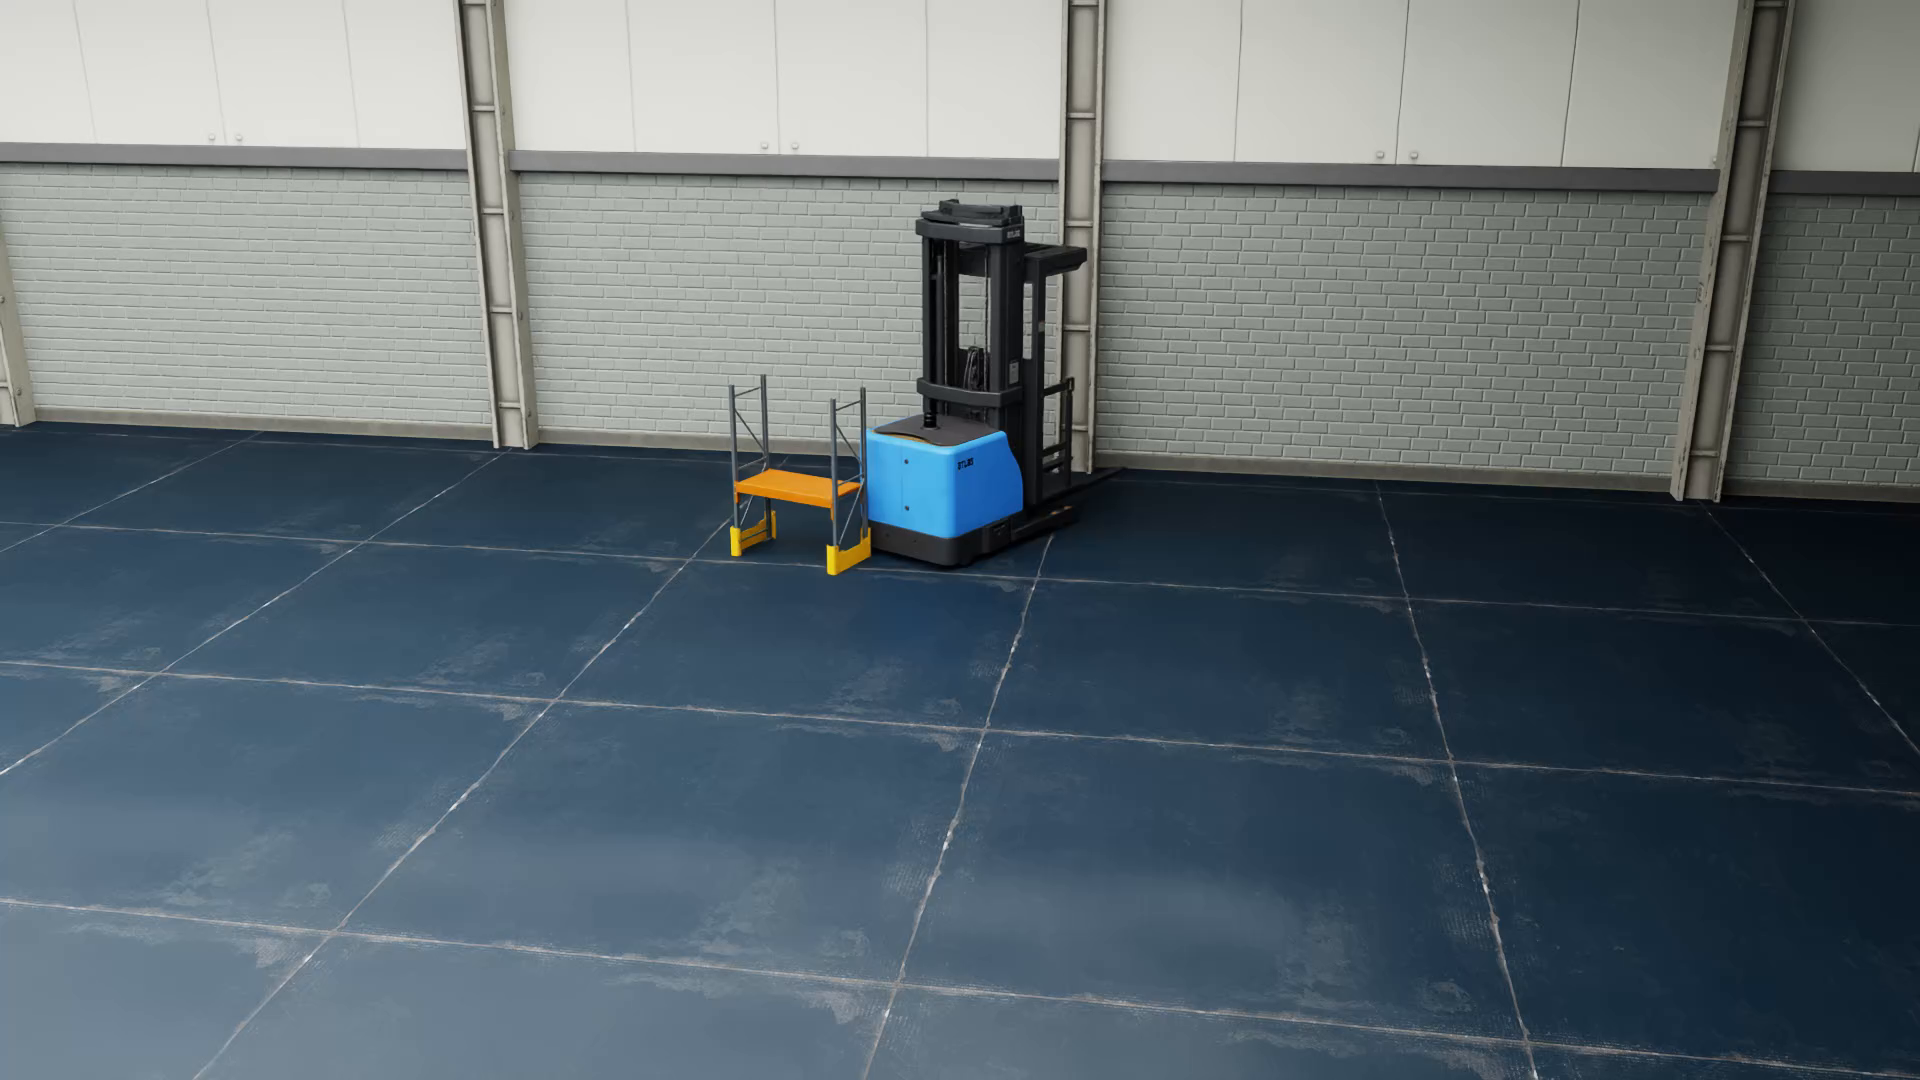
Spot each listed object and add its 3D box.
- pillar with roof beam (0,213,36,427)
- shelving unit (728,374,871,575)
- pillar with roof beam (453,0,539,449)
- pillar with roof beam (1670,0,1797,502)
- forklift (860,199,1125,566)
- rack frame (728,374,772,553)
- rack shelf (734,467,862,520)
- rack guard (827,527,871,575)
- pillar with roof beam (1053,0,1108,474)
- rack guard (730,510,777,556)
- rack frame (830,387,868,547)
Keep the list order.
[{"bbox_3d":[-11.365,-4.243,13.302,0.400,9.000,9.100,3,19,9],"label":"pillar with roof beam"},{"bbox_3d":[-1.375,-0.578,14.167,1.083,1.500,0.587,10,21,28],"label":"shelving unit"},{"bbox_3d":[-5.441,-3.941,12.399,0.400,9.000,9.100,3,19,9],"label":"pillar with roof beam"},{"bbox_3d":[6.407,-3.337,10.594,0.400,9.000,9.100,3,19,9],"label":"pillar with roof beam"},{"bbox_3d":[0.427,-1.575,14.892,1.130,2.935,3.031,14,23,35],"label":"forklift"},{"bbox_3d":[-1.810,-0.655,14.398,0.032,1.500,0.500,10,21,28],"label":"rack frame"},{"bbox_3d":[-1.367,-0.406,14.220,1.000,0.185,0.538,10,21,28],"label":"rack shelf"},{"bbox_3d":[-0.940,0.092,14.134,0.087,0.250,0.587,10,21,28],"label":"rack guard"},{"bbox_3d":[0.483,-3.639,11.497,0.400,9.000,9.100,3,19,9],"label":"pillar with roof beam"},{"bbox_3d":[-1.809,-0.062,14.596,0.087,0.250,0.587,10,21,28],"label":"rack guard"},{"bbox_3d":[-0.923,-0.498,13.927,0.032,1.500,0.500,10,21,28],"label":"rack frame"}]
